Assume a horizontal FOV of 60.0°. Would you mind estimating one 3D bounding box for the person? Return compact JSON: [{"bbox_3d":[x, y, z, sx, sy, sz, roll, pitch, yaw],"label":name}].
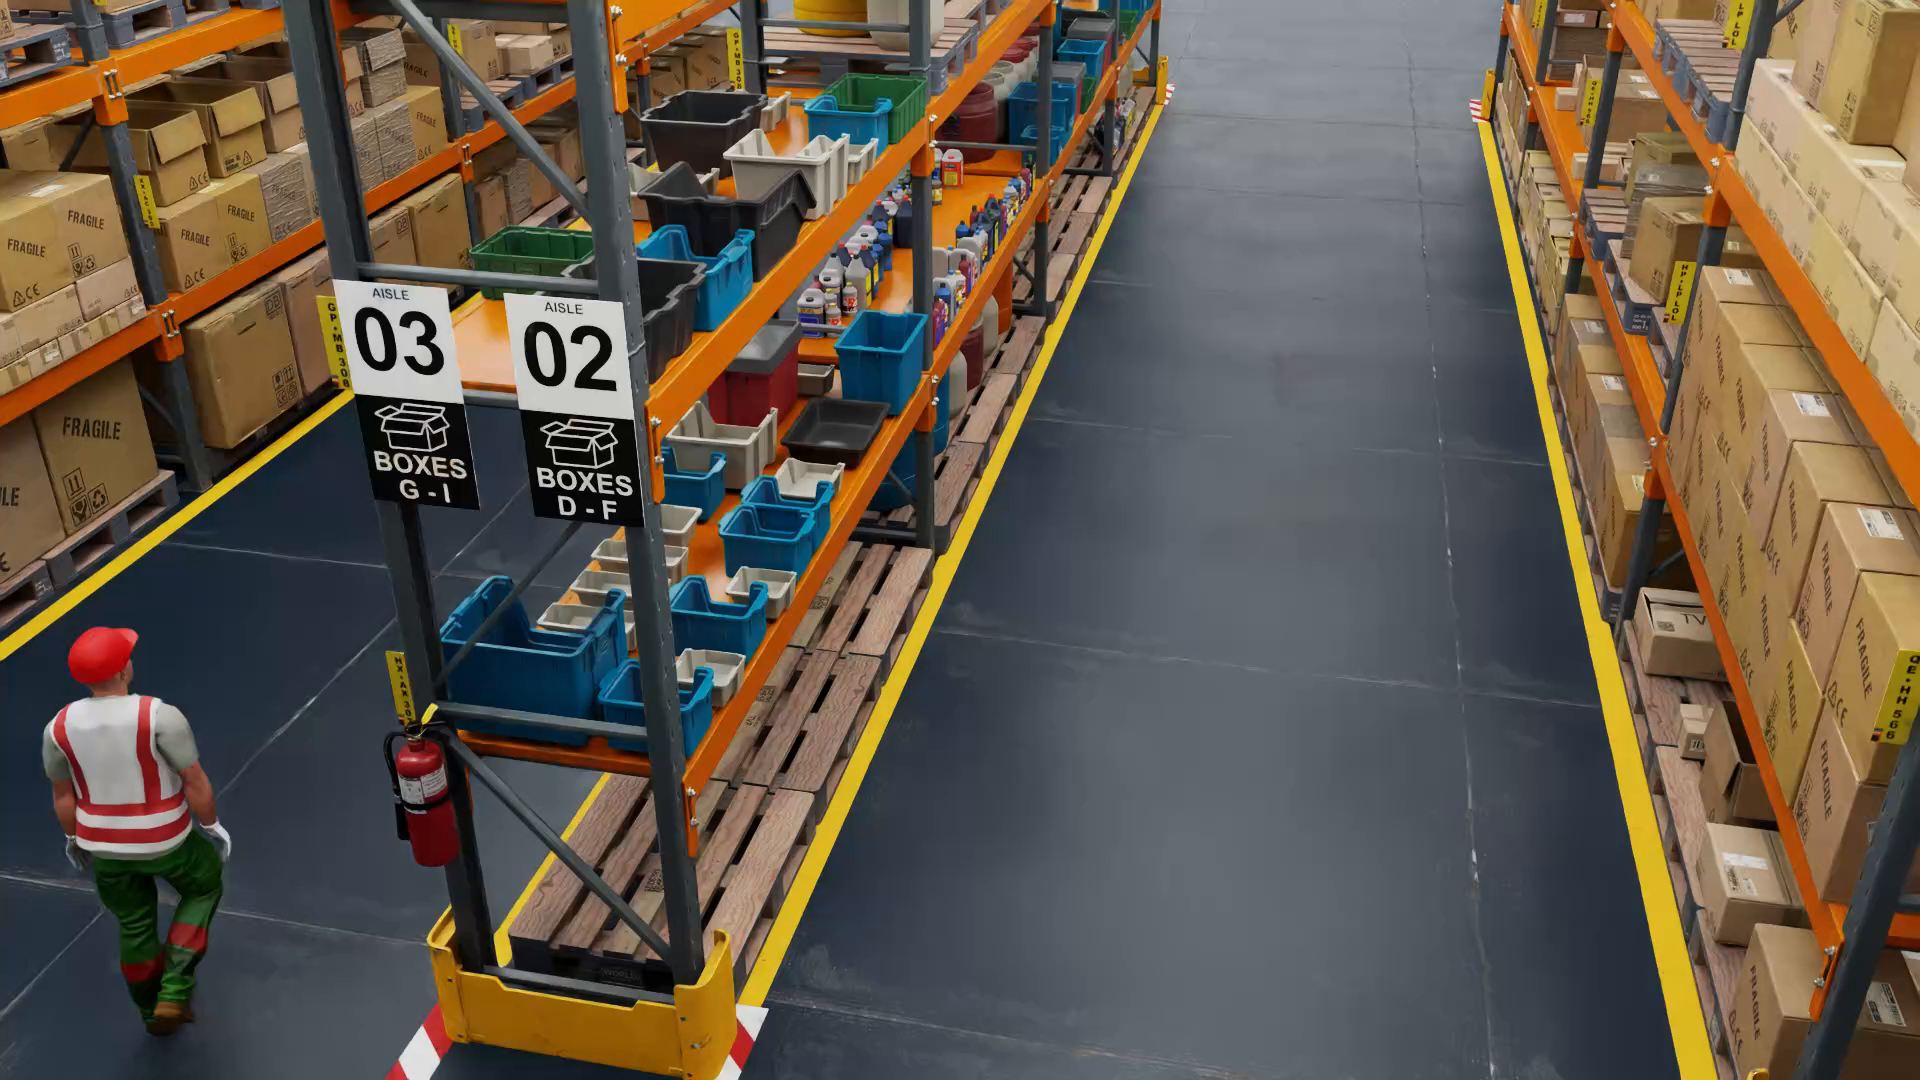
[{"bbox_3d":[-3.164,1.165,6.426,0.628,1.773,0.544,-3,29,-5],"label":"person"}]
